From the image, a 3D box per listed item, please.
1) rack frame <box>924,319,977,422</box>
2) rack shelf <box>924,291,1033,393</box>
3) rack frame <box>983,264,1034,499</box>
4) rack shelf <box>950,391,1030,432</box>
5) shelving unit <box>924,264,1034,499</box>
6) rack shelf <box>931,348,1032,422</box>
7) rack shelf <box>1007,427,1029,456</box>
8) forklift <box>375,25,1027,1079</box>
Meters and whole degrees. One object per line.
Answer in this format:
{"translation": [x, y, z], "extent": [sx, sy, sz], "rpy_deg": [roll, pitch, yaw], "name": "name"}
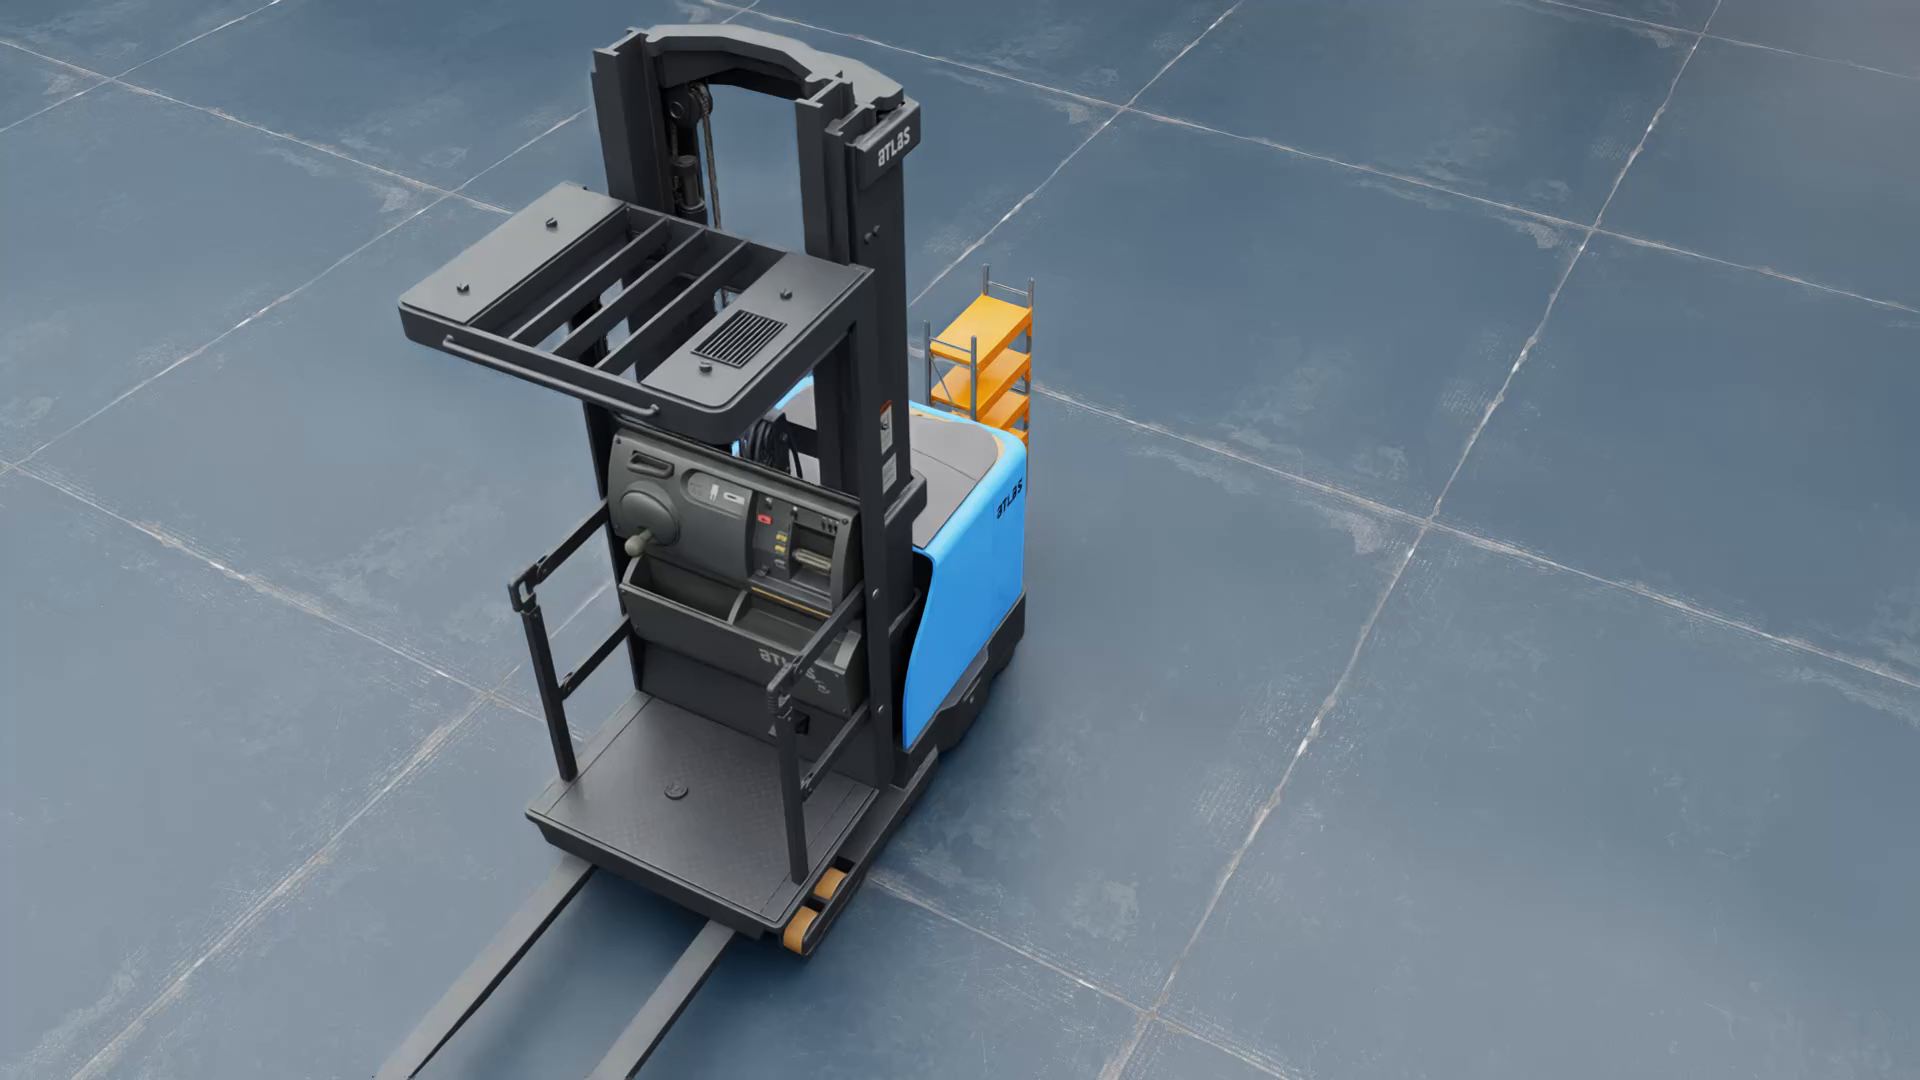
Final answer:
{"translation": [-0.039, -0.405, 7.118], "extent": [0.240, 1.200, 0.015], "rpy_deg": [21, 45, 22], "name": "rack frame"}
{"translation": [0.083, -0.840, 7.017], "extent": [0.258, 0.148, 0.480], "rpy_deg": [21, 45, 22], "name": "rack shelf"}
{"translation": [0.205, -0.685, 7.435], "extent": [0.240, 1.200, 0.015], "rpy_deg": [21, 45, 22], "name": "rack frame"}
{"translation": [0.083, -0.495, 7.321], "extent": [0.258, 0.148, 0.480], "rpy_deg": [21, 45, 22], "name": "rack shelf"}
{"translation": [0.083, -0.545, 7.277], "extent": [0.258, 1.200, 0.503], "rpy_deg": [21, 45, 22], "name": "shelving unit"}
{"translation": [0.083, -0.662, 7.173], "extent": [0.258, 0.148, 0.480], "rpy_deg": [21, 45, 22], "name": "rack shelf"}
{"translation": [0.083, -0.345, 7.452], "extent": [0.258, 0.148, 0.480], "rpy_deg": [21, 45, 22], "name": "rack shelf"}
{"translation": [-0.861, 0.024, 5.321], "extent": [1.130, 2.935, 3.031], "rpy_deg": [19, 45, 20], "name": "forklift"}
